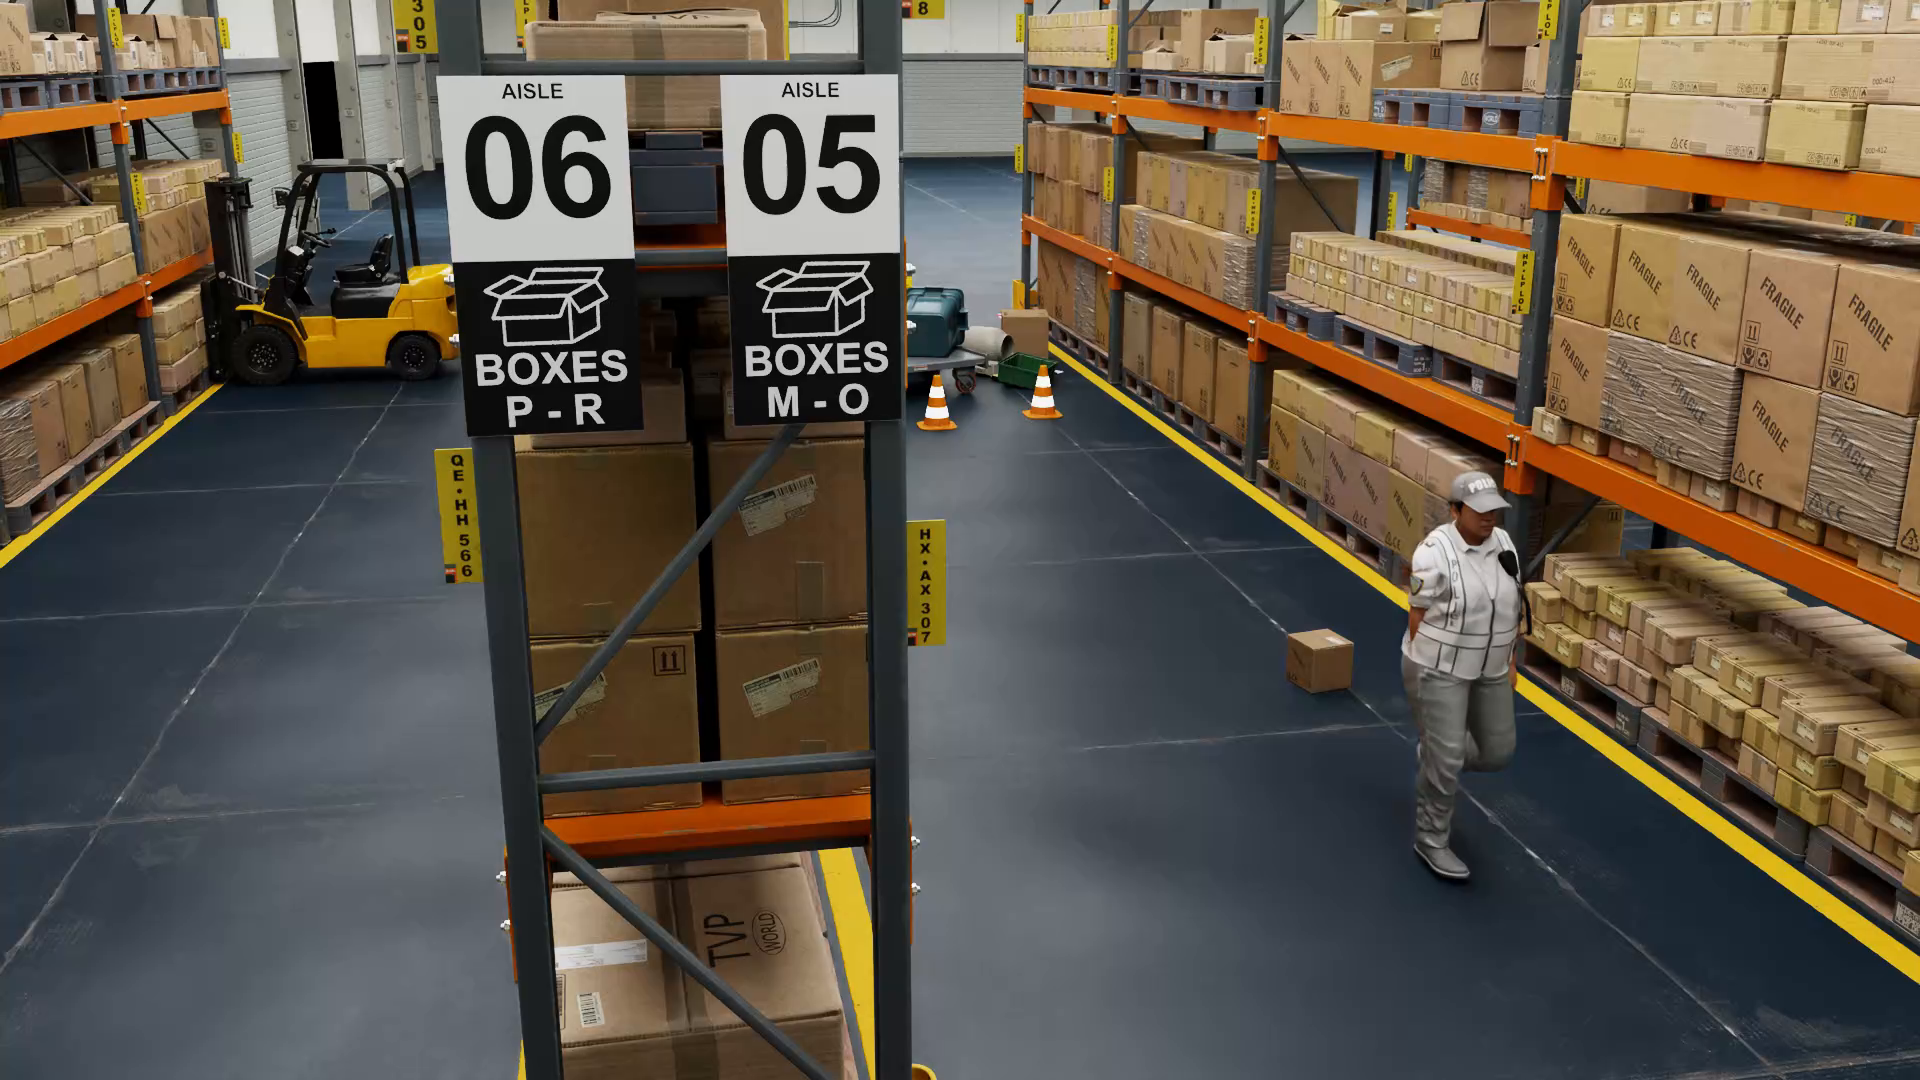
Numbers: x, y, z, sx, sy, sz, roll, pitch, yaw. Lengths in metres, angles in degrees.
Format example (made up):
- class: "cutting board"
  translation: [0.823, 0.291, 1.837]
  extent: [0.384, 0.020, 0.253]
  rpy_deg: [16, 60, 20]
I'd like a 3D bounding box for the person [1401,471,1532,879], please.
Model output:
- class: "person"
  translation: [2.013, 0.500, 6.788]
  extent: [0.485, 1.648, 0.607]
  rpy_deg: [-6, 17, -19]
